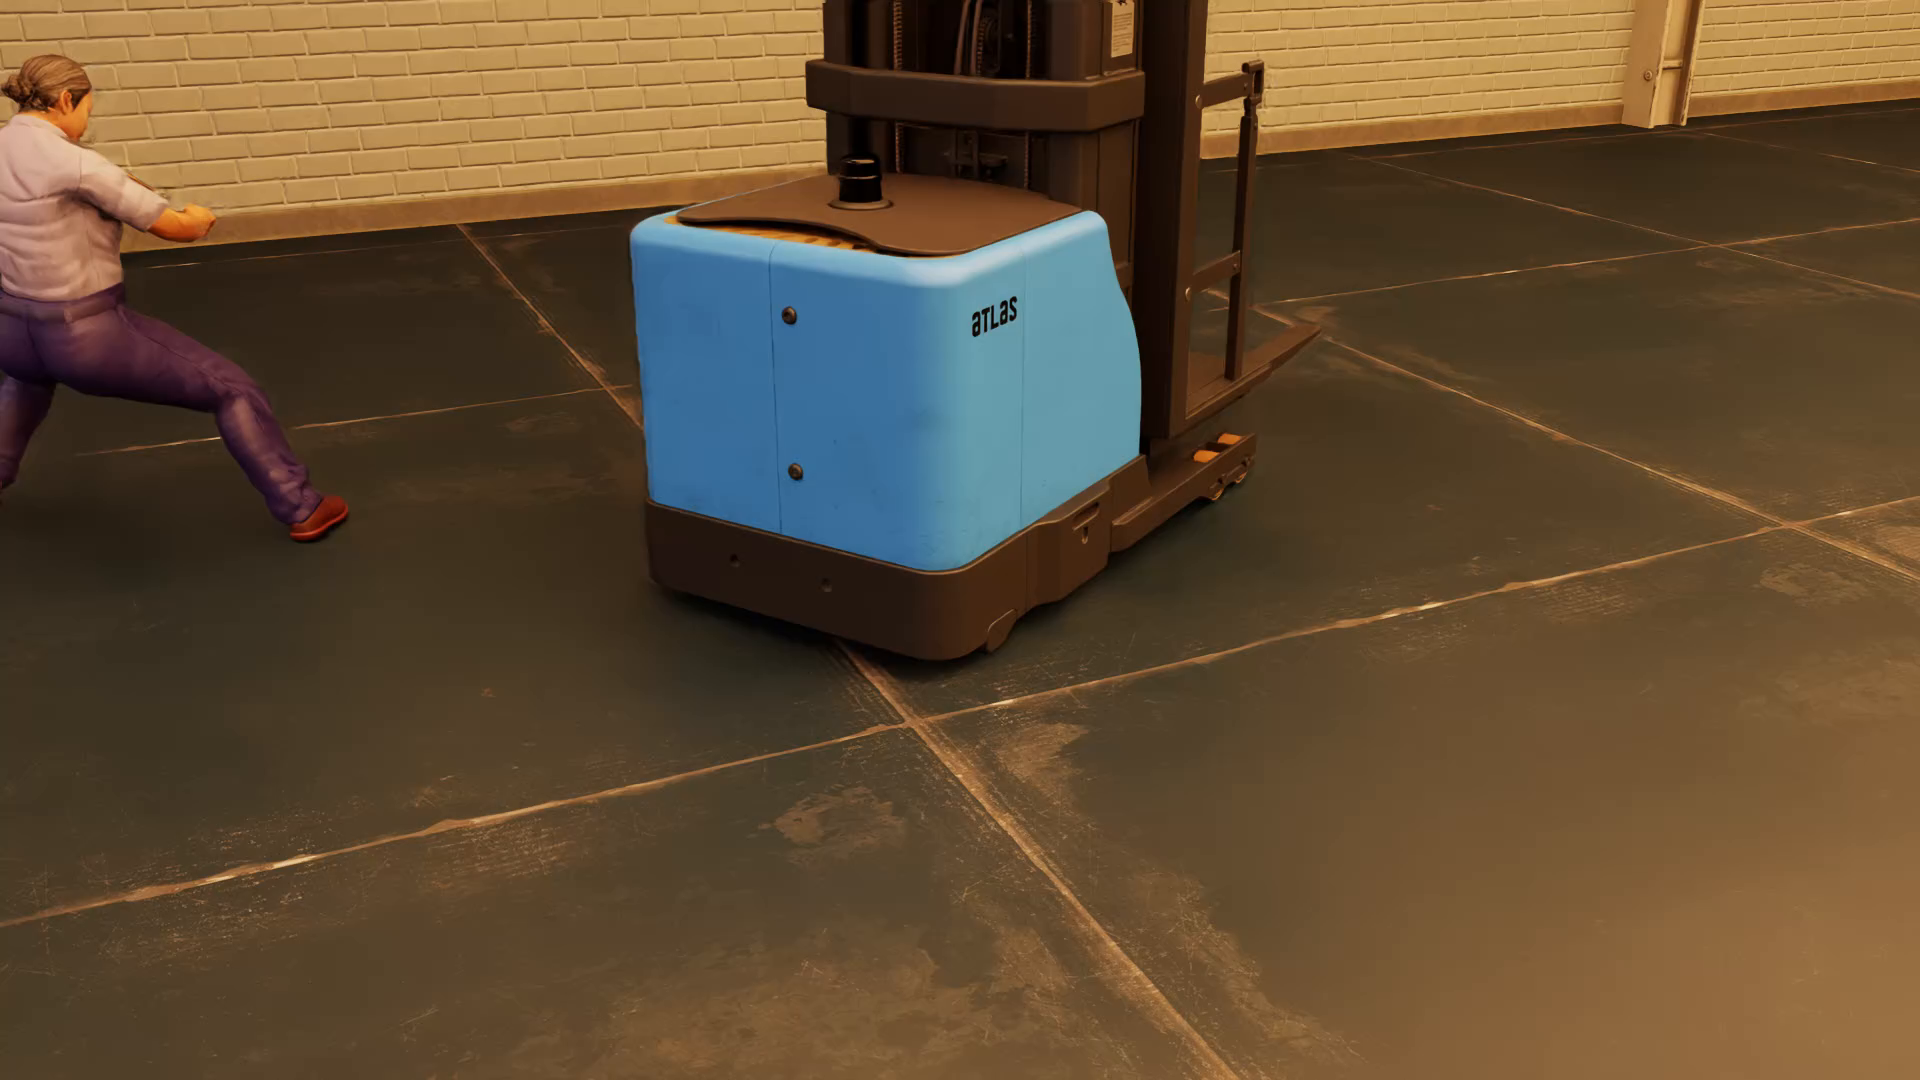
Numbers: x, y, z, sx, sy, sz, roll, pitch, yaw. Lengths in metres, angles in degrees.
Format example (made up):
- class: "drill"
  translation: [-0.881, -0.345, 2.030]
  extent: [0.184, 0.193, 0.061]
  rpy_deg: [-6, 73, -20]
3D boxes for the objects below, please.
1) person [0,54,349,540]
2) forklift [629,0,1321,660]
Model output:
- class: "person"
  translation: [-2.563, -0.713, 4.959]
  extent: [1.225, 1.431, 0.630]
  rpy_deg: [8, 24, 19]
- class: "forklift"
  translation: [0.334, -1.566, 5.056]
  extent: [1.130, 2.935, 3.031]
  rpy_deg: [14, 26, 29]
